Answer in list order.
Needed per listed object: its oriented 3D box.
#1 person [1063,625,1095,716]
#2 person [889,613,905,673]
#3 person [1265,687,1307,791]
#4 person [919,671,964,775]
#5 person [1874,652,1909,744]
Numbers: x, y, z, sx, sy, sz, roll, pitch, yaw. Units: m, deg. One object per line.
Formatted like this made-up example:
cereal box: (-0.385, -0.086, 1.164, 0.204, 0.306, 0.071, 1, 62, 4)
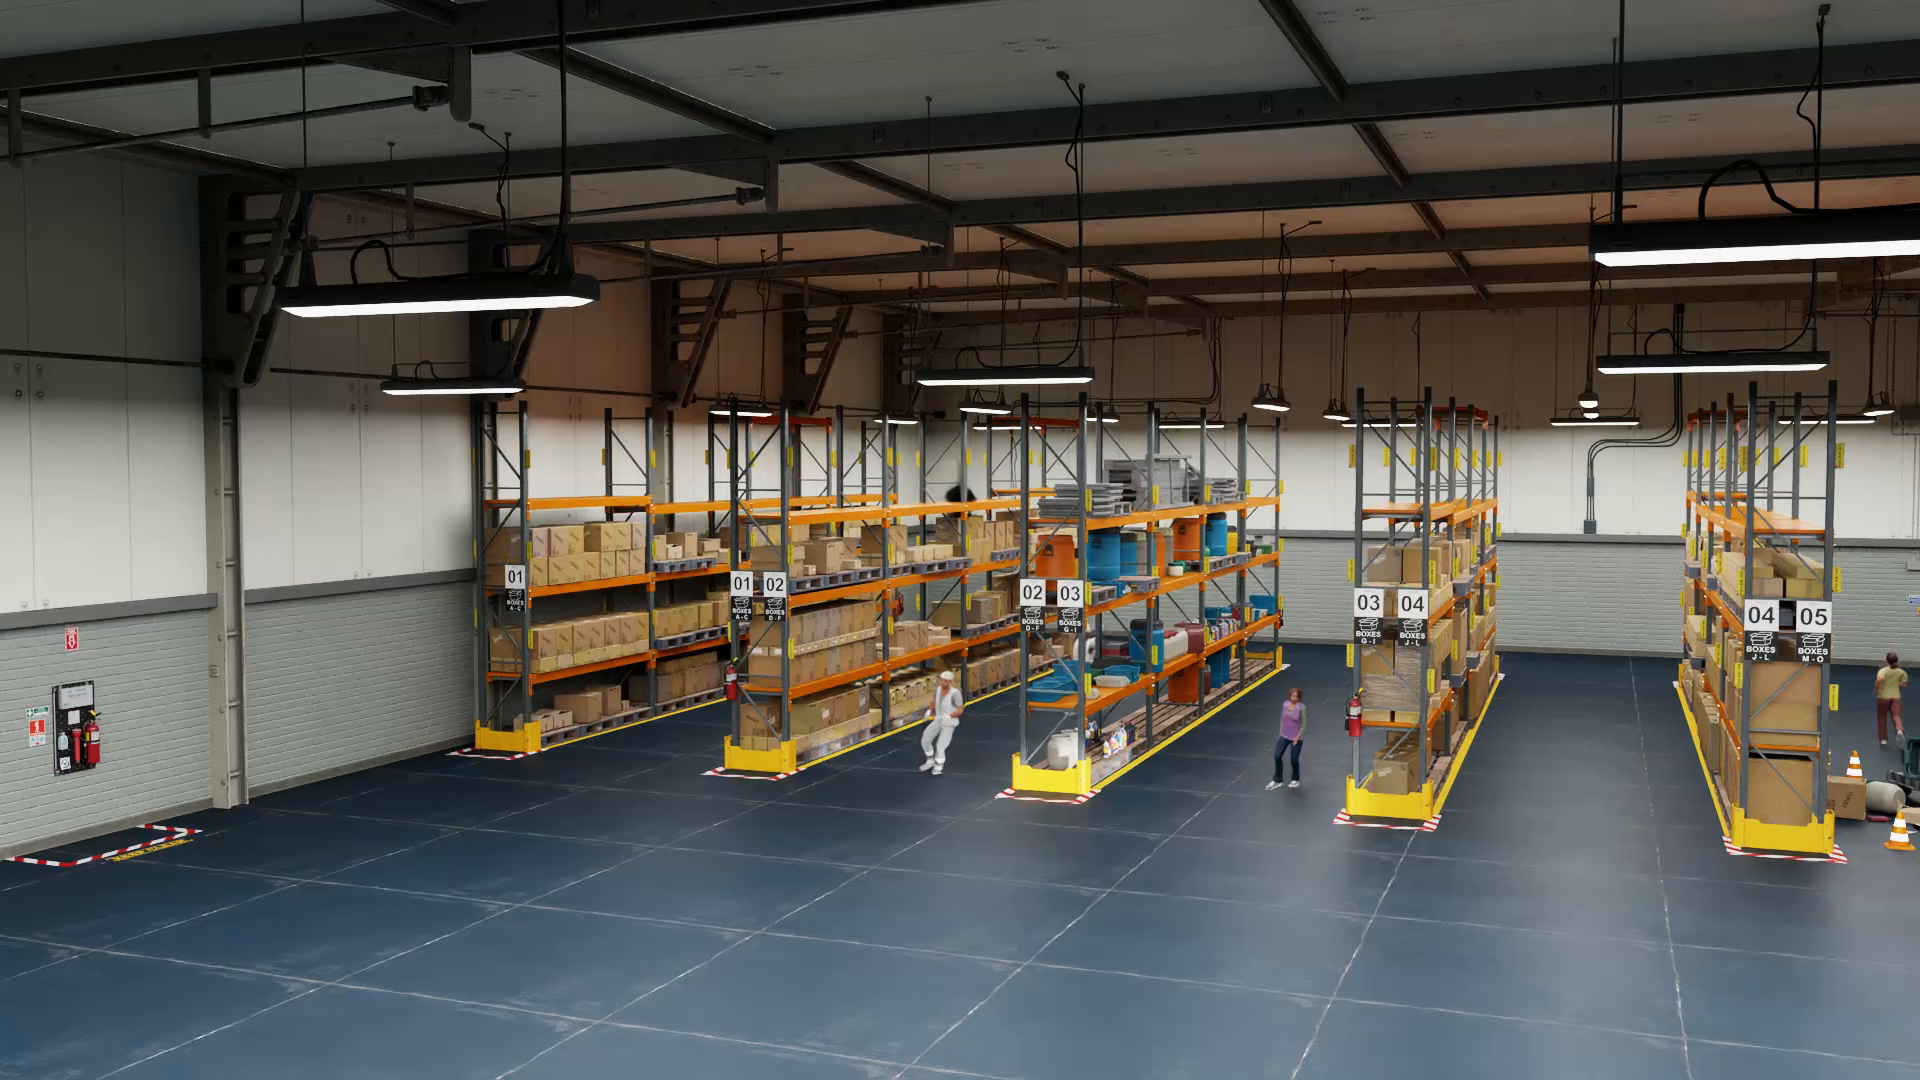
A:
person: (2.396, 2.510, 32.182, 0.962, 1.764, 0.723, -2, 4, -41)
person: (-1.432, 2.428, 36.864, 0.541, 1.586, 0.733, 1, 3, 26)
person: (4.952, 2.982, 25.033, 0.603, 1.569, 0.621, 2, 3, 29)
person: (-0.323, 2.890, 26.210, 0.861, 1.679, 0.669, 2, 3, 29)
person: (16.150, 2.764, 28.854, 0.571, 1.644, 0.903, 1, 3, 14)
